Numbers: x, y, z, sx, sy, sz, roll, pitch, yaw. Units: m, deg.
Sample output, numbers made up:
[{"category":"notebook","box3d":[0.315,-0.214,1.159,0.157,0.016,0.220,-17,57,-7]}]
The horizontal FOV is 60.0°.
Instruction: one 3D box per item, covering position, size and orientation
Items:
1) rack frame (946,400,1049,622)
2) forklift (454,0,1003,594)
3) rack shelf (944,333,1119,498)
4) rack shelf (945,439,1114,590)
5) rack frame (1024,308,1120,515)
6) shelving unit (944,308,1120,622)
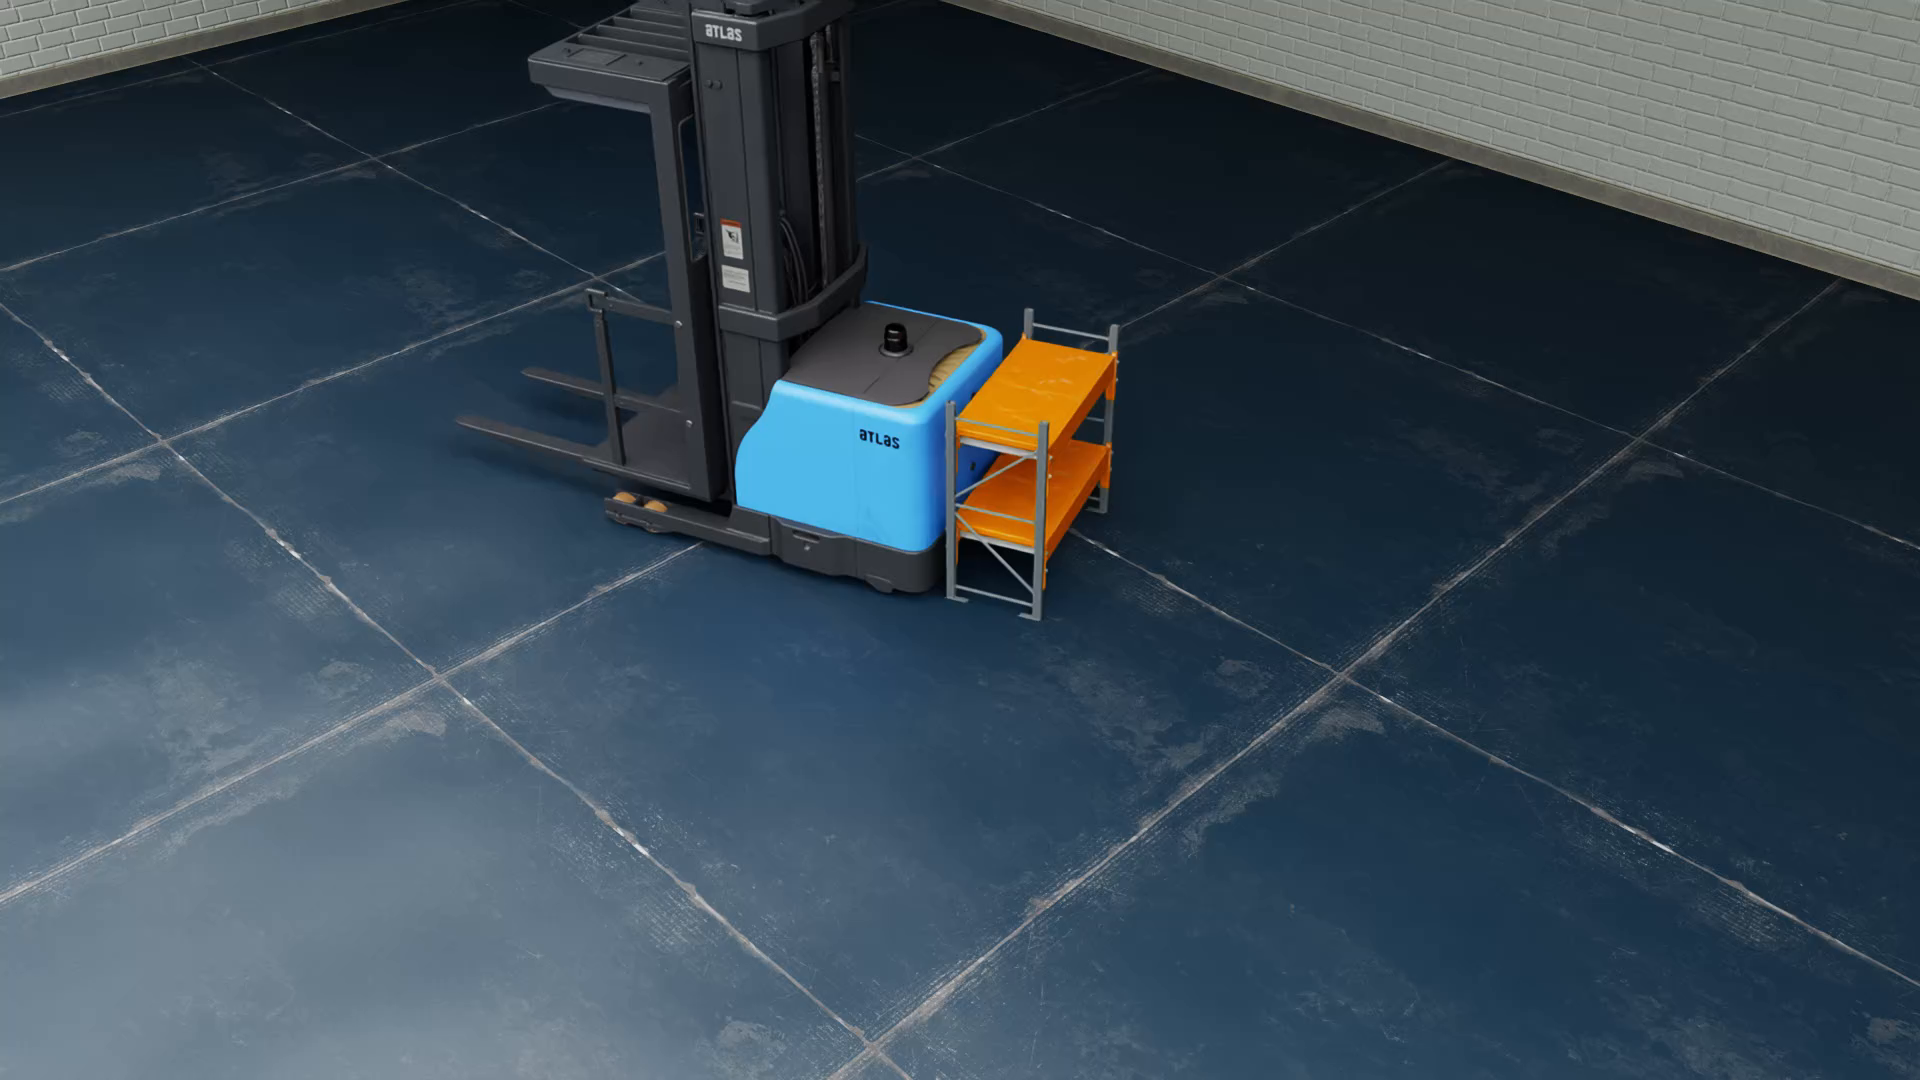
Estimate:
[{"category":"rack frame","box3d":[0.169,-0.123,7.933,0.500,1.125,0.032,13,37,18]},{"category":"forklift","box3d":[-1.326,-1.498,8.326,3.031,2.935,1.130,15,38,20]},{"category":"rack shelf","box3d":[0.365,-0.631,8.150,0.538,0.278,1.000,13,37,18]},{"category":"rack shelf","box3d":[0.365,-0.190,8.458,0.538,0.278,1.000,13,37,18]},{"category":"rack frame","box3d":[0.562,-0.659,8.702,0.500,1.125,0.032,13,37,18]},{"category":"shelving unit","box3d":[0.365,-0.391,8.318,0.538,1.125,1.048,13,37,18]}]
